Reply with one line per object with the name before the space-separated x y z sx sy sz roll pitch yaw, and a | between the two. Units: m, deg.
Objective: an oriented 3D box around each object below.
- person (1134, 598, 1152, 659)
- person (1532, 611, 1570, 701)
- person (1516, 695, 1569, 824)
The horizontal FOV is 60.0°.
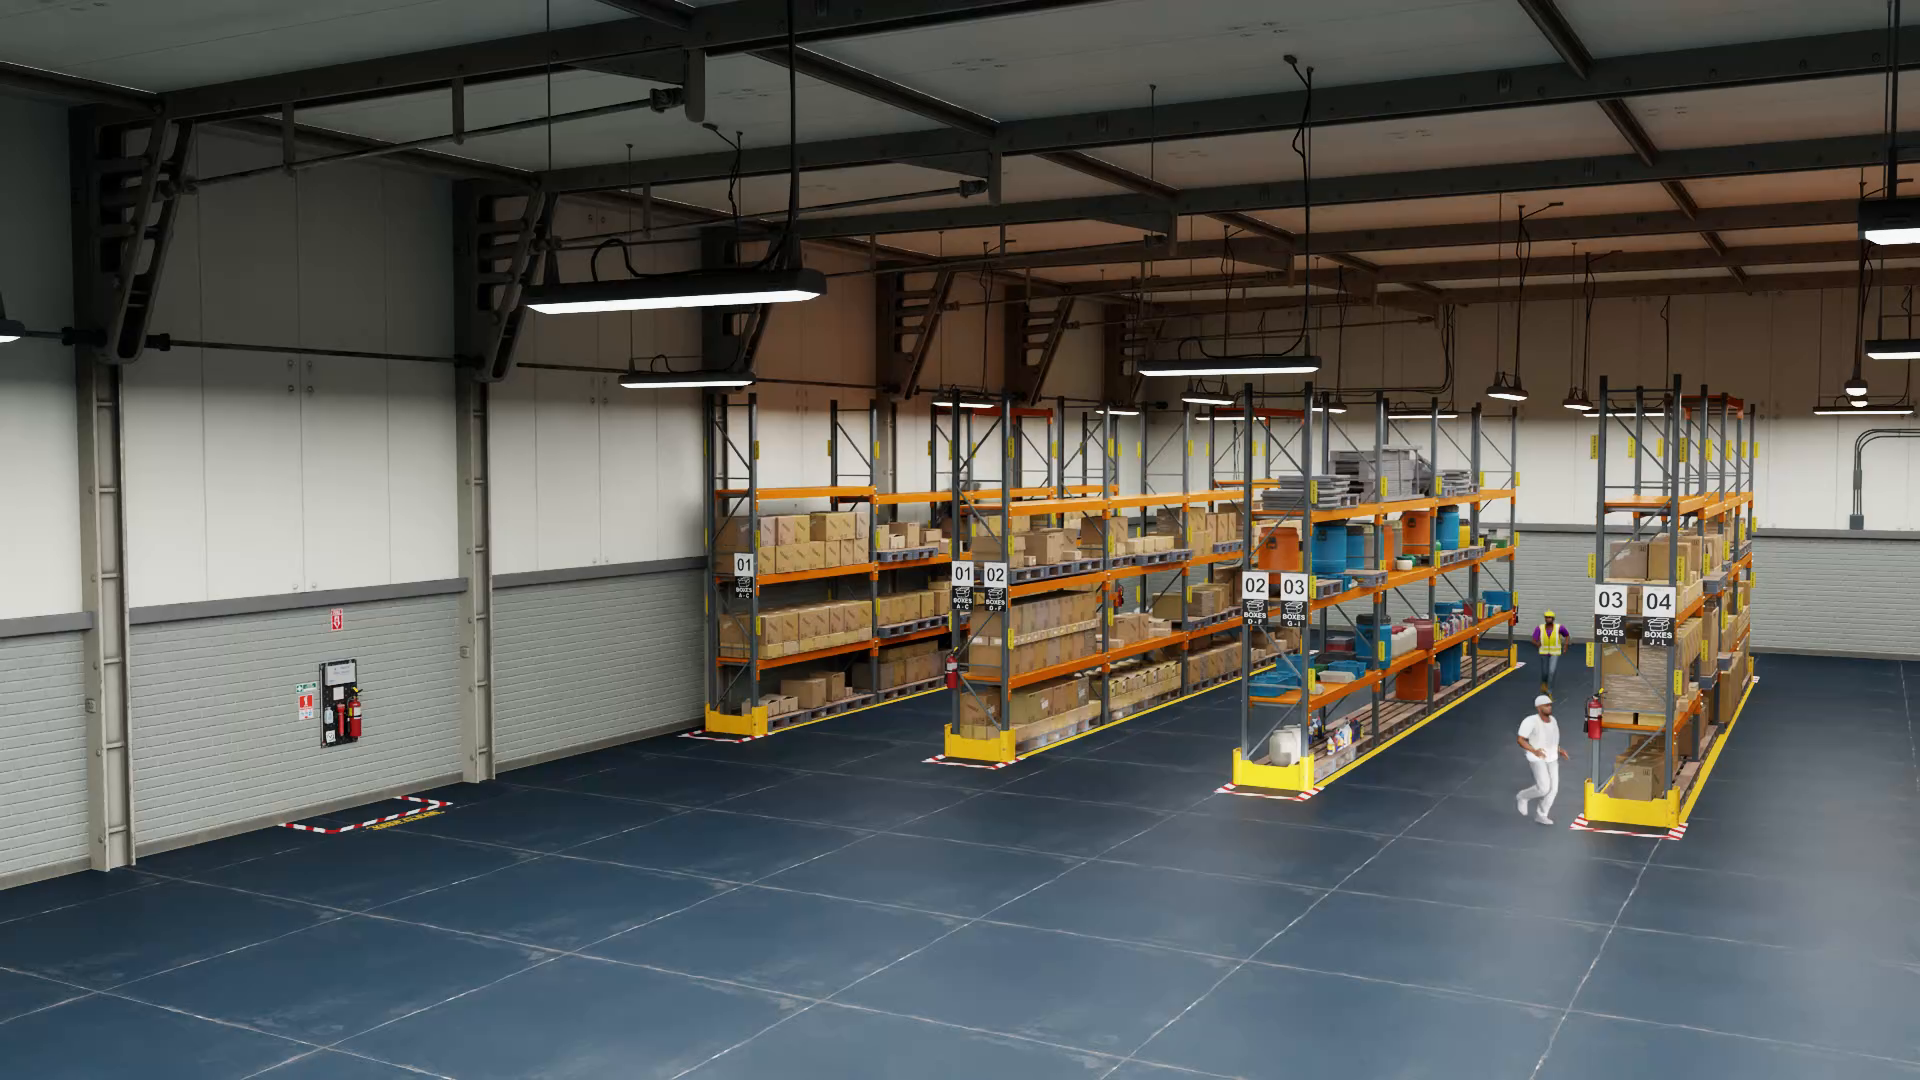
person | 4.189 2.122 37.848 0.624 1.700 0.914 2 4 32
person | 11.896 2.310 33.516 0.710 1.771 0.973 2 3 27
person | 7.786 2.934 22.310 0.689 1.721 0.597 -2 3 -26
